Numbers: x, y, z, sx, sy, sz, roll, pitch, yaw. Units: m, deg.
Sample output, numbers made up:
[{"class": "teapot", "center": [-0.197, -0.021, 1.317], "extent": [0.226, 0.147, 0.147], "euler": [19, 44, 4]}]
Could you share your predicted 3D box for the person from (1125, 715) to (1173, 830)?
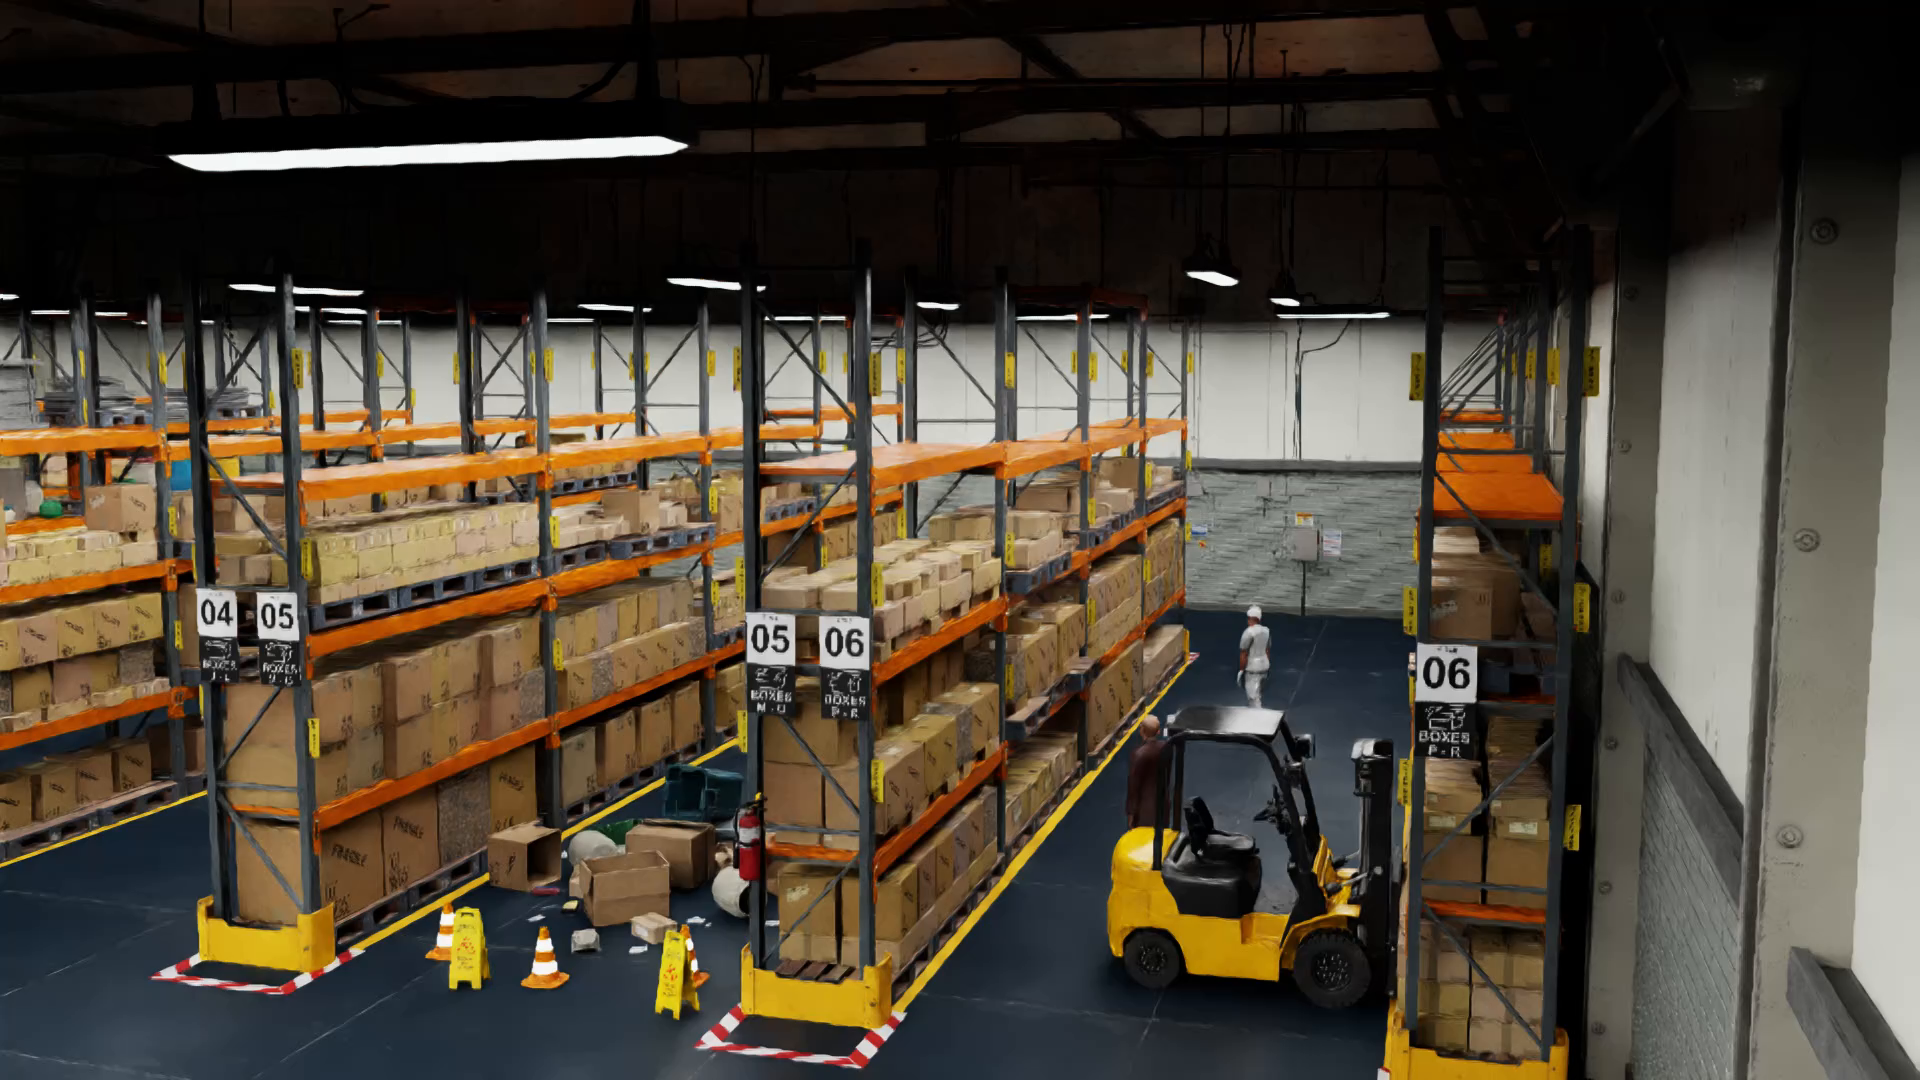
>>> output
[{"class": "person", "center": [1.729, 2.518, 15.669], "extent": [0.636, 1.782, 0.551], "euler": [-6, 9, -44]}]

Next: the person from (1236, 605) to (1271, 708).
[{"class": "person", "center": [3.933, 1.738, 22.373], "extent": [0.577, 1.736, 0.655], "euler": [6, 9, 43]}]
